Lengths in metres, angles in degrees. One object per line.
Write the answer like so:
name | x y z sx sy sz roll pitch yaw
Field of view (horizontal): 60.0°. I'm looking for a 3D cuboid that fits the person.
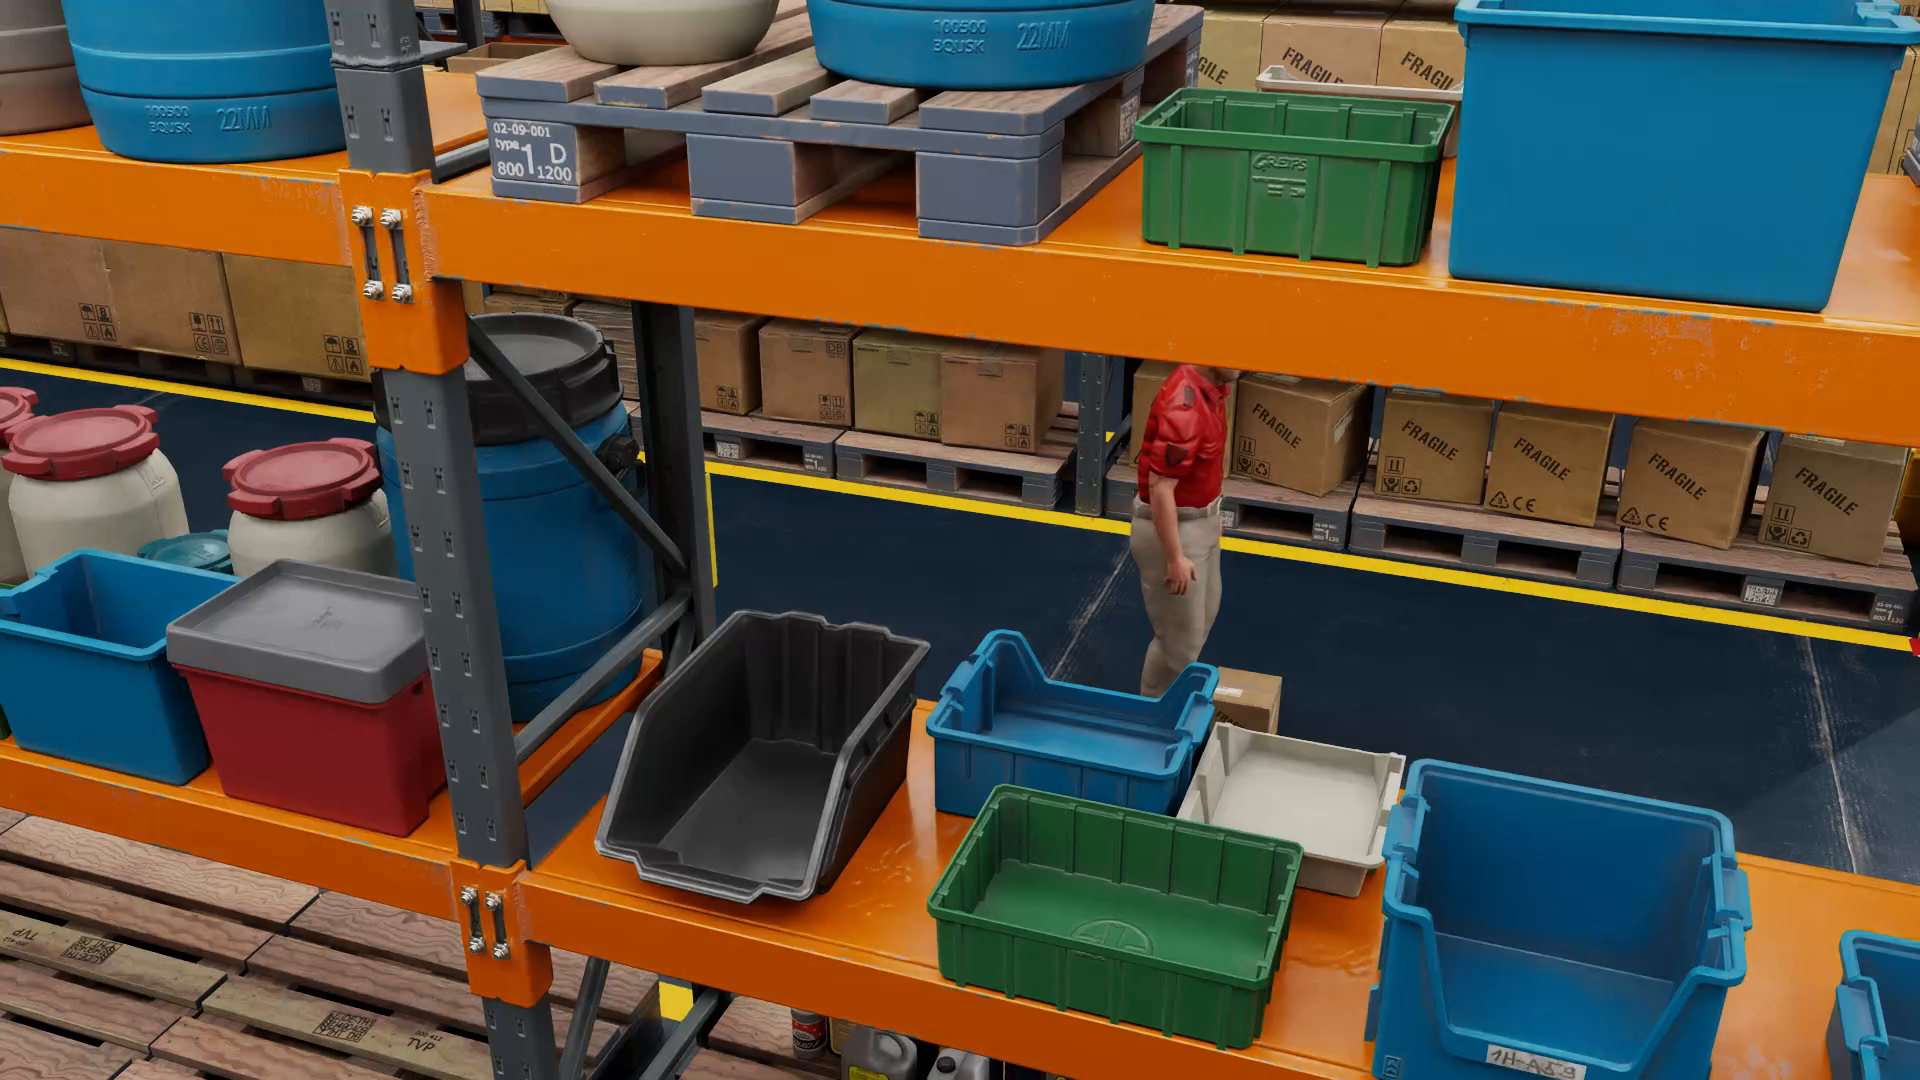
person | 0.846 -0.022 6.173 0.396 1.726 0.586 9 27 18
